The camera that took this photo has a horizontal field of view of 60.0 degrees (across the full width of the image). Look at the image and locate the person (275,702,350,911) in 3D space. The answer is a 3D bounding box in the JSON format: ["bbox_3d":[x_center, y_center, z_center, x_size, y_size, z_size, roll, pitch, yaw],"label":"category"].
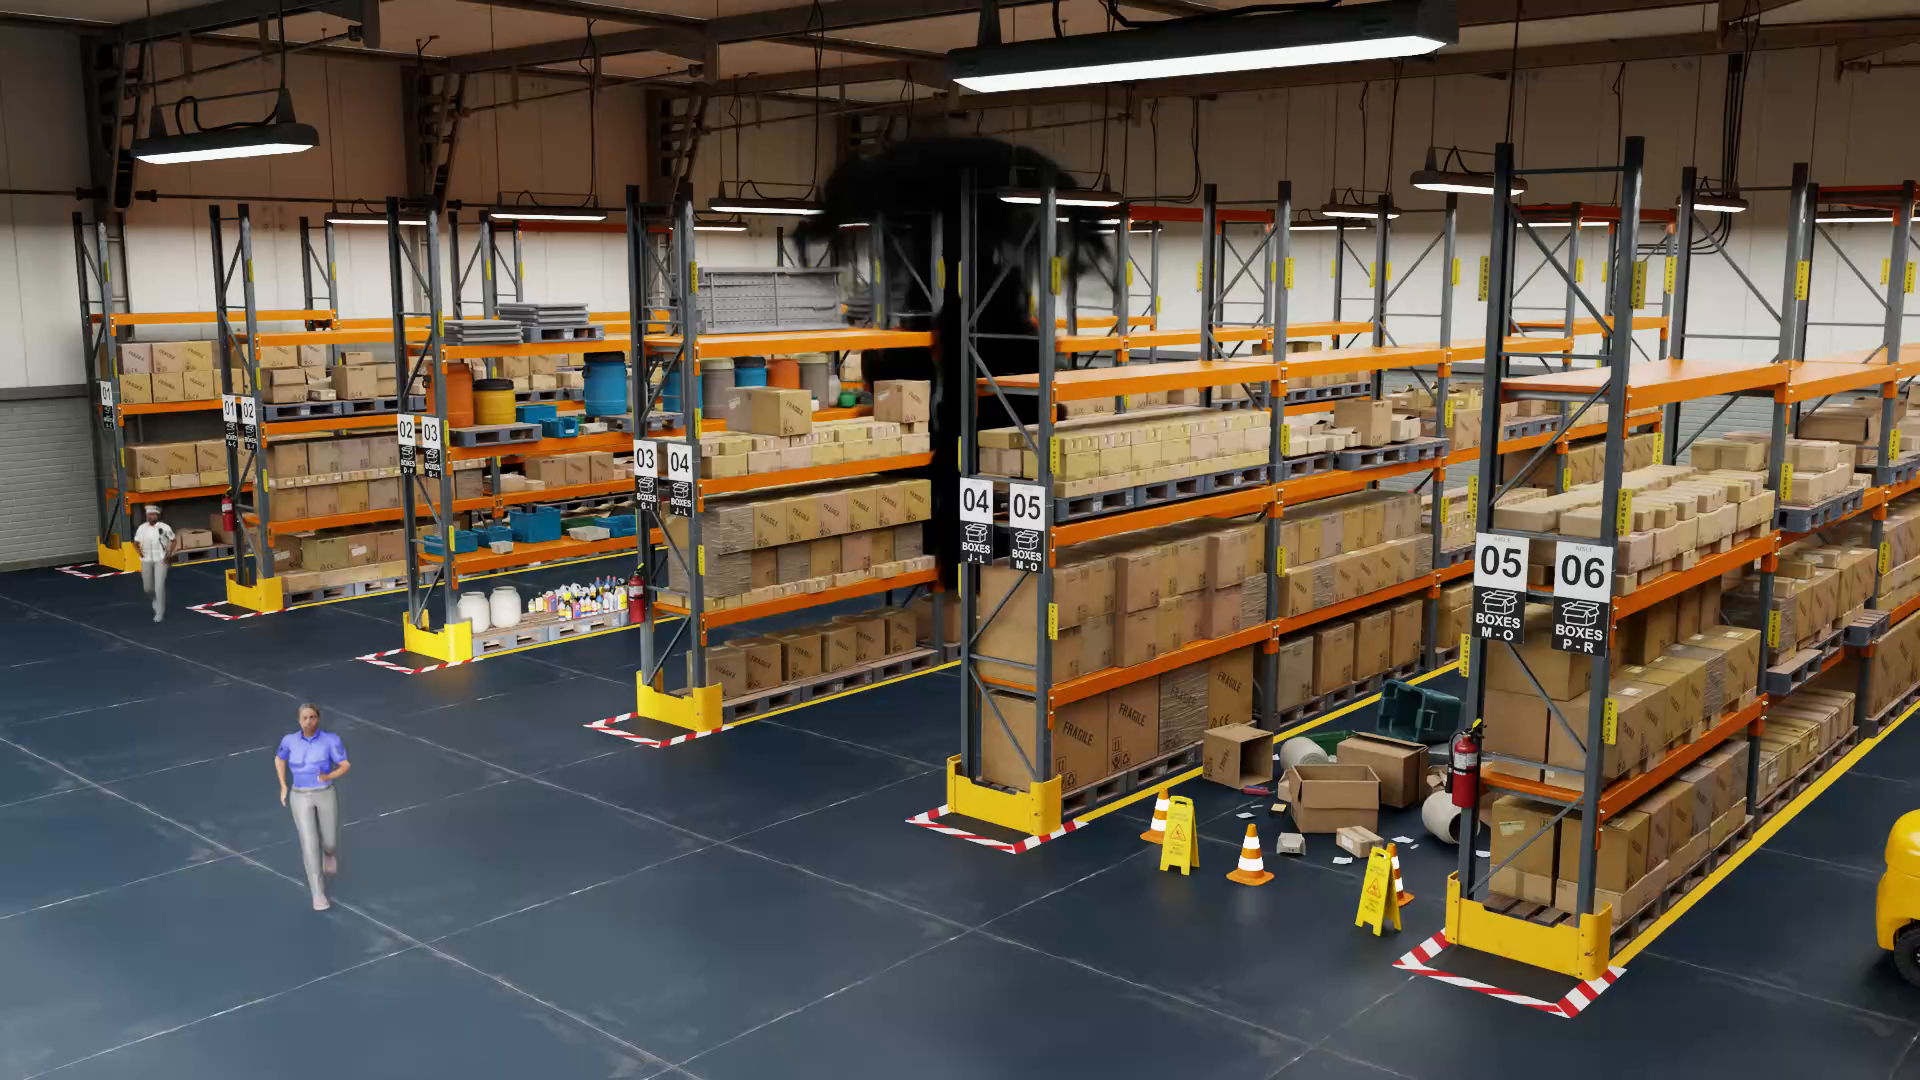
[{"bbox_3d":[-5.271,2.119,13.587,0.578,1.619,0.865,-3,10,-20],"label":"person"}]

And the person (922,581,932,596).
[{"bbox_3d":[-0.508,0.051,24.266,0.478,1.664,0.624,-9,13,-43],"label":"person"}]

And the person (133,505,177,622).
[{"bbox_3d":[-11.803,0.321,24.396,0.584,1.711,0.718,-2,10,-11],"label":"person"}]
